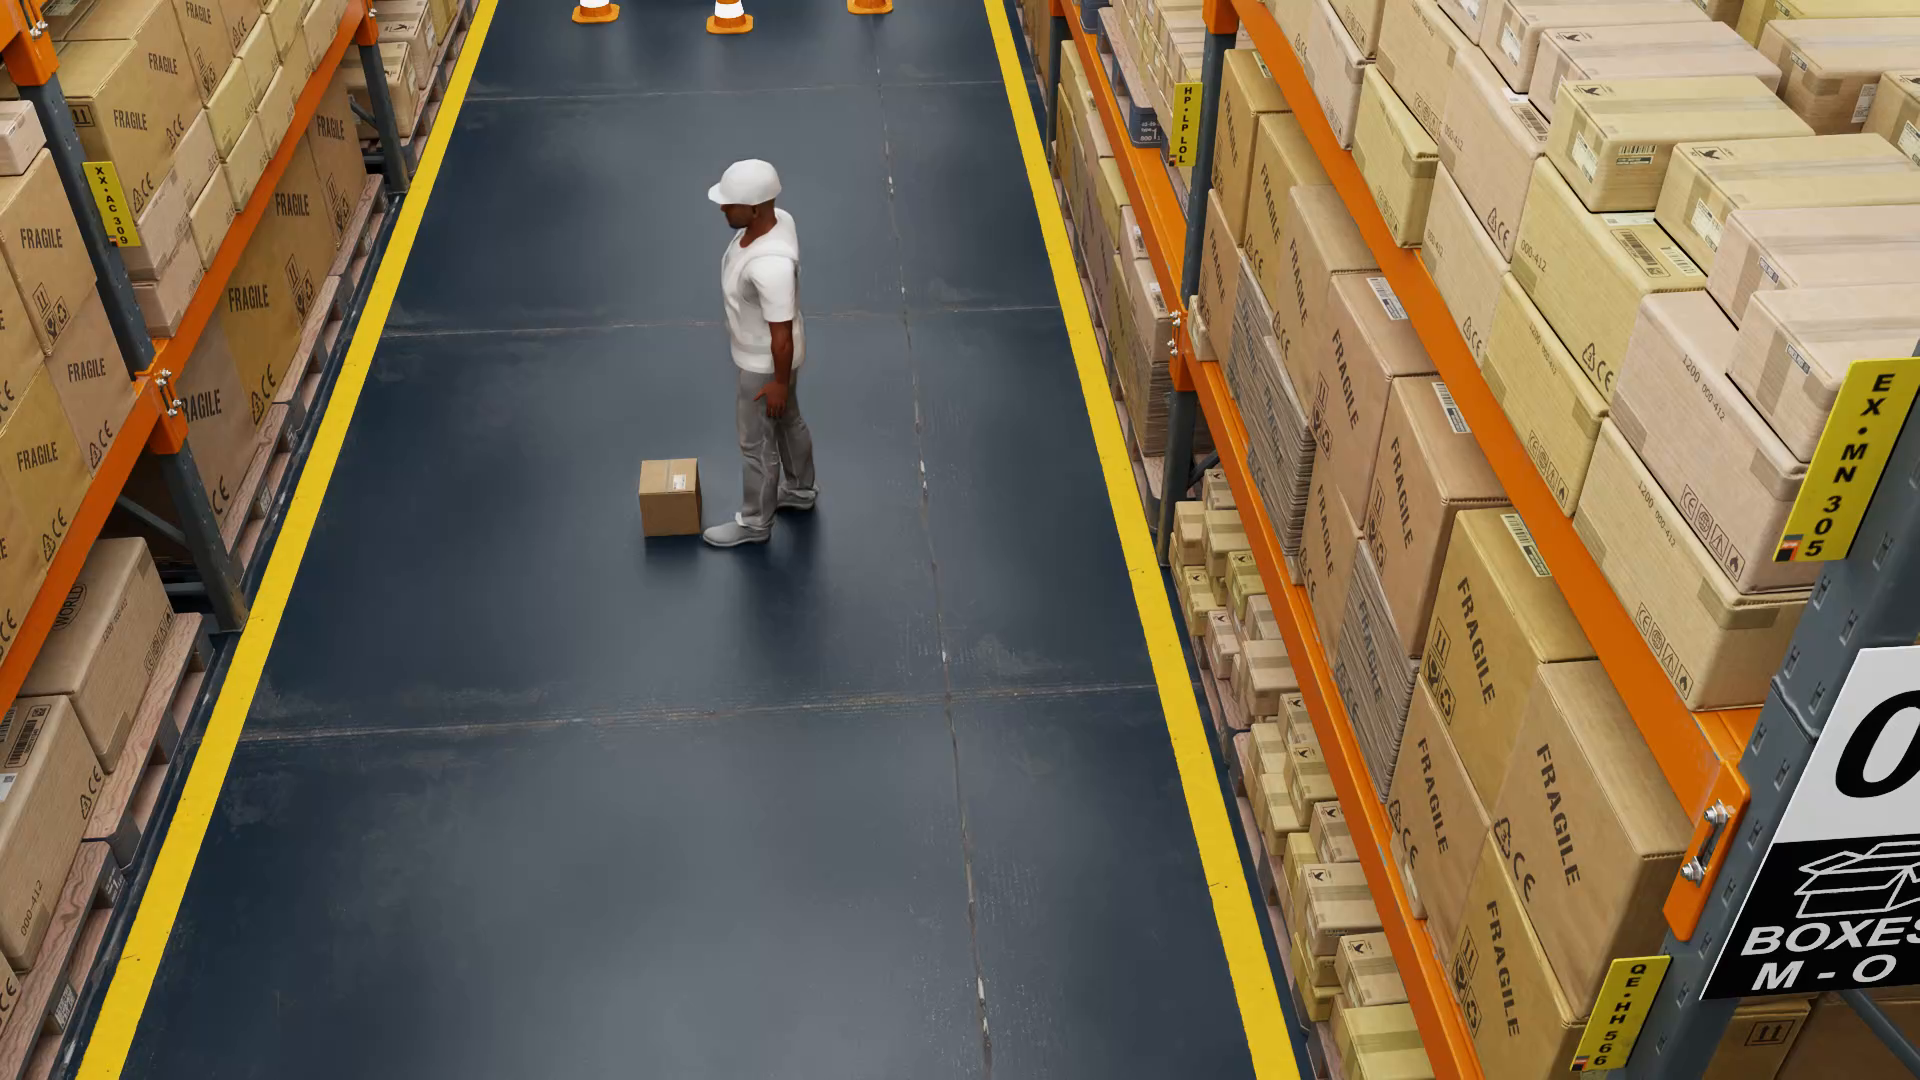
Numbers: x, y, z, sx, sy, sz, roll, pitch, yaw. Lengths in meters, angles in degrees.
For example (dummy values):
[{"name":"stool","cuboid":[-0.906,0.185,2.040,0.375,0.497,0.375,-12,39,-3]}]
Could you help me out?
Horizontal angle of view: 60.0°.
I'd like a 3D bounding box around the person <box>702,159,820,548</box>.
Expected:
[{"name":"person","cuboid":[-0.912,-0.807,7.126,0.537,1.770,0.602,-3,39,-4]}]
